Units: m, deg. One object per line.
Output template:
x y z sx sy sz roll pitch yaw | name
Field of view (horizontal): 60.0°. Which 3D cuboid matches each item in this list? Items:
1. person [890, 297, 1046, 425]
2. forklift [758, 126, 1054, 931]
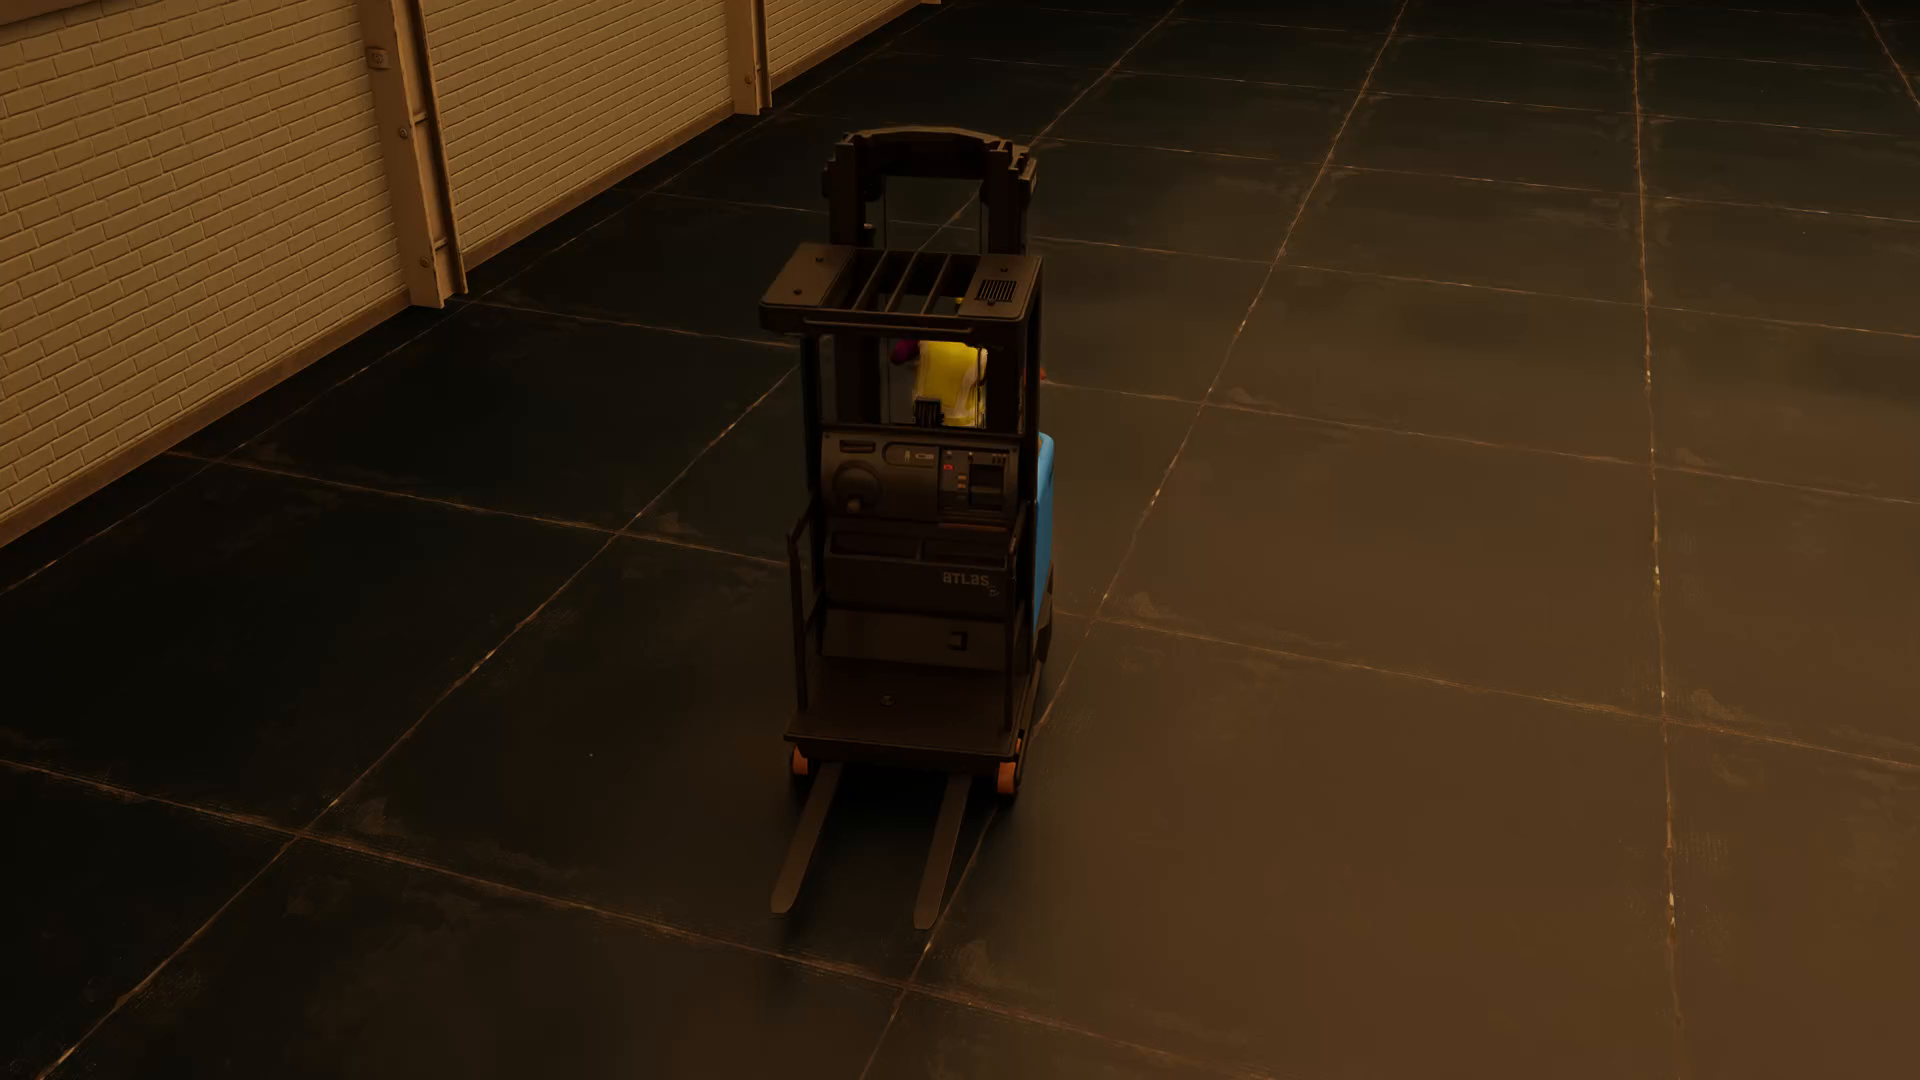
0.040 -0.856 10.005 0.957 1.585 0.761 11 31 18 | person
-0.220 -0.242 7.561 1.130 2.935 3.031 5 30 8 | forklift
